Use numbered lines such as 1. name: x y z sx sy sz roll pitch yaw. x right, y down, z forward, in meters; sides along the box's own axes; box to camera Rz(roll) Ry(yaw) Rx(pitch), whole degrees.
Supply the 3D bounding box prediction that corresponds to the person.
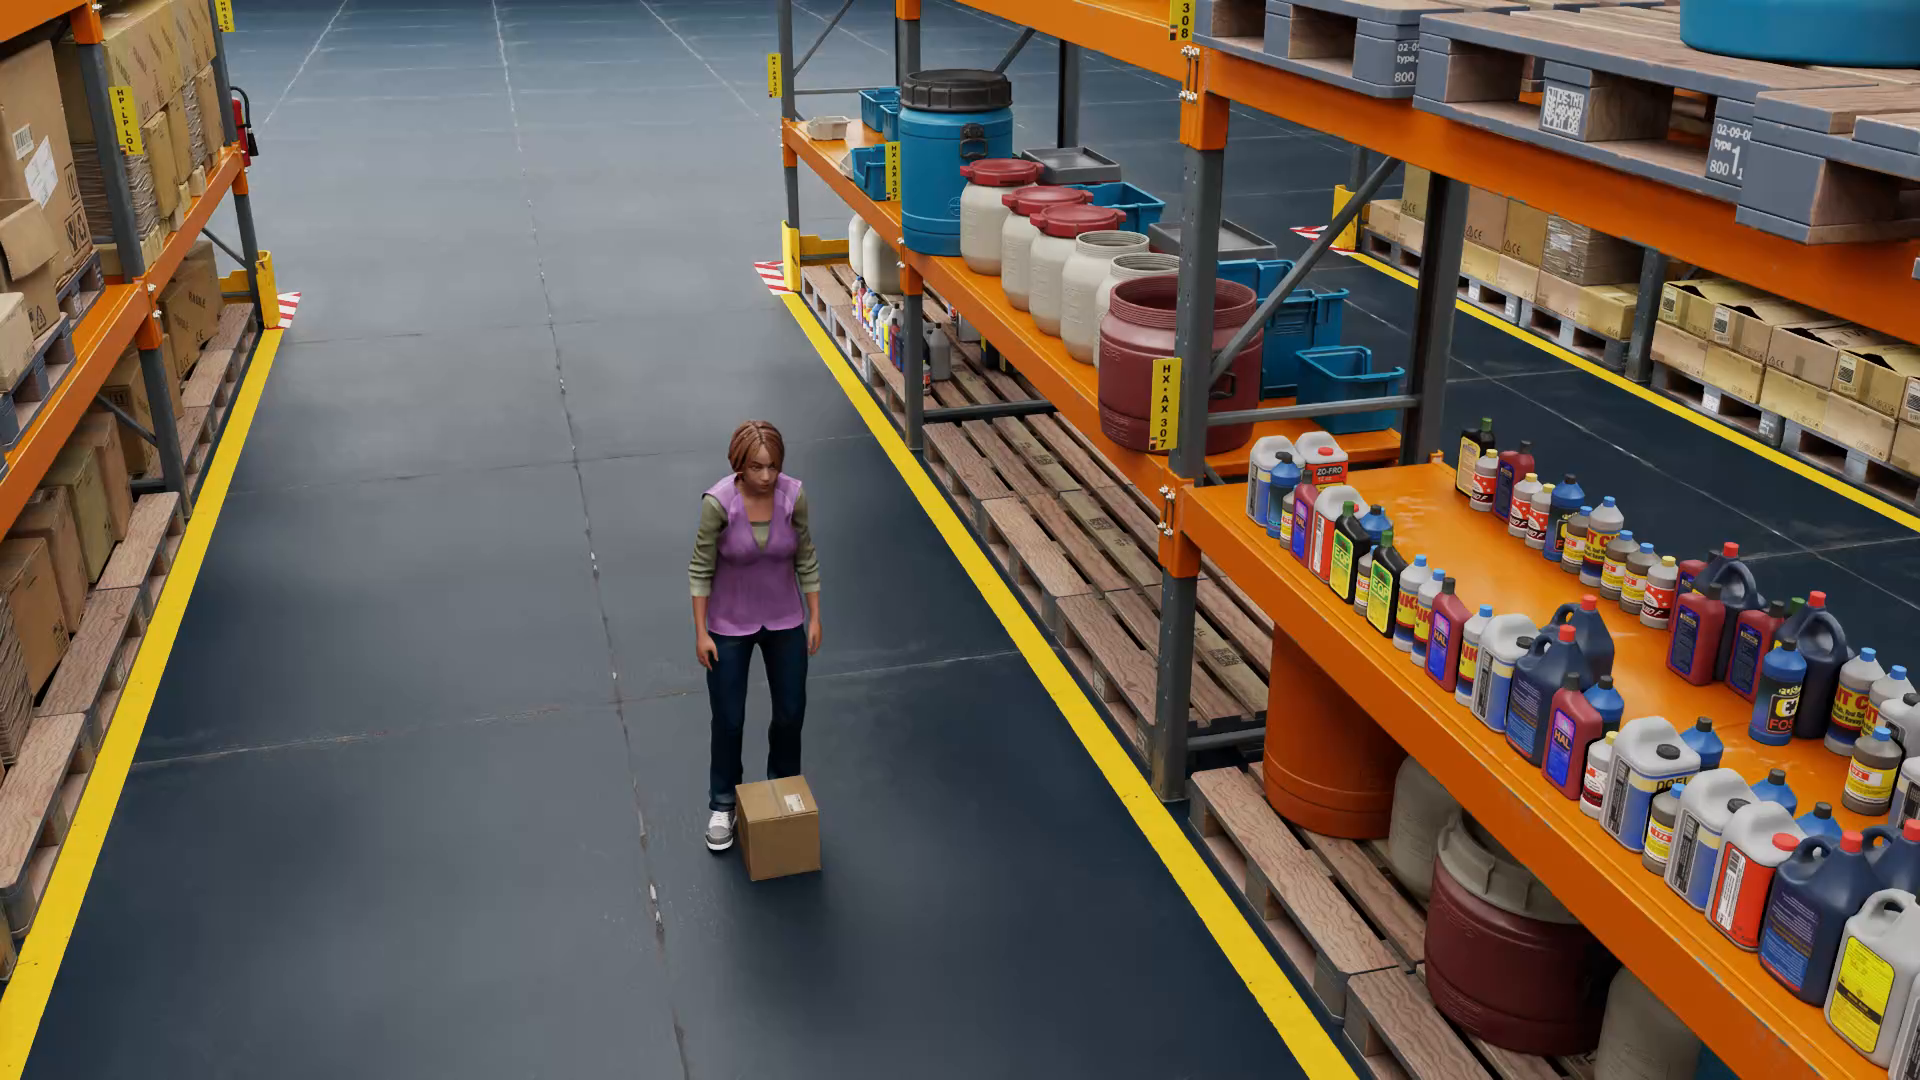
1. person: -0.718 0.319 5.869 0.484 1.592 0.345 -8 24 -17
